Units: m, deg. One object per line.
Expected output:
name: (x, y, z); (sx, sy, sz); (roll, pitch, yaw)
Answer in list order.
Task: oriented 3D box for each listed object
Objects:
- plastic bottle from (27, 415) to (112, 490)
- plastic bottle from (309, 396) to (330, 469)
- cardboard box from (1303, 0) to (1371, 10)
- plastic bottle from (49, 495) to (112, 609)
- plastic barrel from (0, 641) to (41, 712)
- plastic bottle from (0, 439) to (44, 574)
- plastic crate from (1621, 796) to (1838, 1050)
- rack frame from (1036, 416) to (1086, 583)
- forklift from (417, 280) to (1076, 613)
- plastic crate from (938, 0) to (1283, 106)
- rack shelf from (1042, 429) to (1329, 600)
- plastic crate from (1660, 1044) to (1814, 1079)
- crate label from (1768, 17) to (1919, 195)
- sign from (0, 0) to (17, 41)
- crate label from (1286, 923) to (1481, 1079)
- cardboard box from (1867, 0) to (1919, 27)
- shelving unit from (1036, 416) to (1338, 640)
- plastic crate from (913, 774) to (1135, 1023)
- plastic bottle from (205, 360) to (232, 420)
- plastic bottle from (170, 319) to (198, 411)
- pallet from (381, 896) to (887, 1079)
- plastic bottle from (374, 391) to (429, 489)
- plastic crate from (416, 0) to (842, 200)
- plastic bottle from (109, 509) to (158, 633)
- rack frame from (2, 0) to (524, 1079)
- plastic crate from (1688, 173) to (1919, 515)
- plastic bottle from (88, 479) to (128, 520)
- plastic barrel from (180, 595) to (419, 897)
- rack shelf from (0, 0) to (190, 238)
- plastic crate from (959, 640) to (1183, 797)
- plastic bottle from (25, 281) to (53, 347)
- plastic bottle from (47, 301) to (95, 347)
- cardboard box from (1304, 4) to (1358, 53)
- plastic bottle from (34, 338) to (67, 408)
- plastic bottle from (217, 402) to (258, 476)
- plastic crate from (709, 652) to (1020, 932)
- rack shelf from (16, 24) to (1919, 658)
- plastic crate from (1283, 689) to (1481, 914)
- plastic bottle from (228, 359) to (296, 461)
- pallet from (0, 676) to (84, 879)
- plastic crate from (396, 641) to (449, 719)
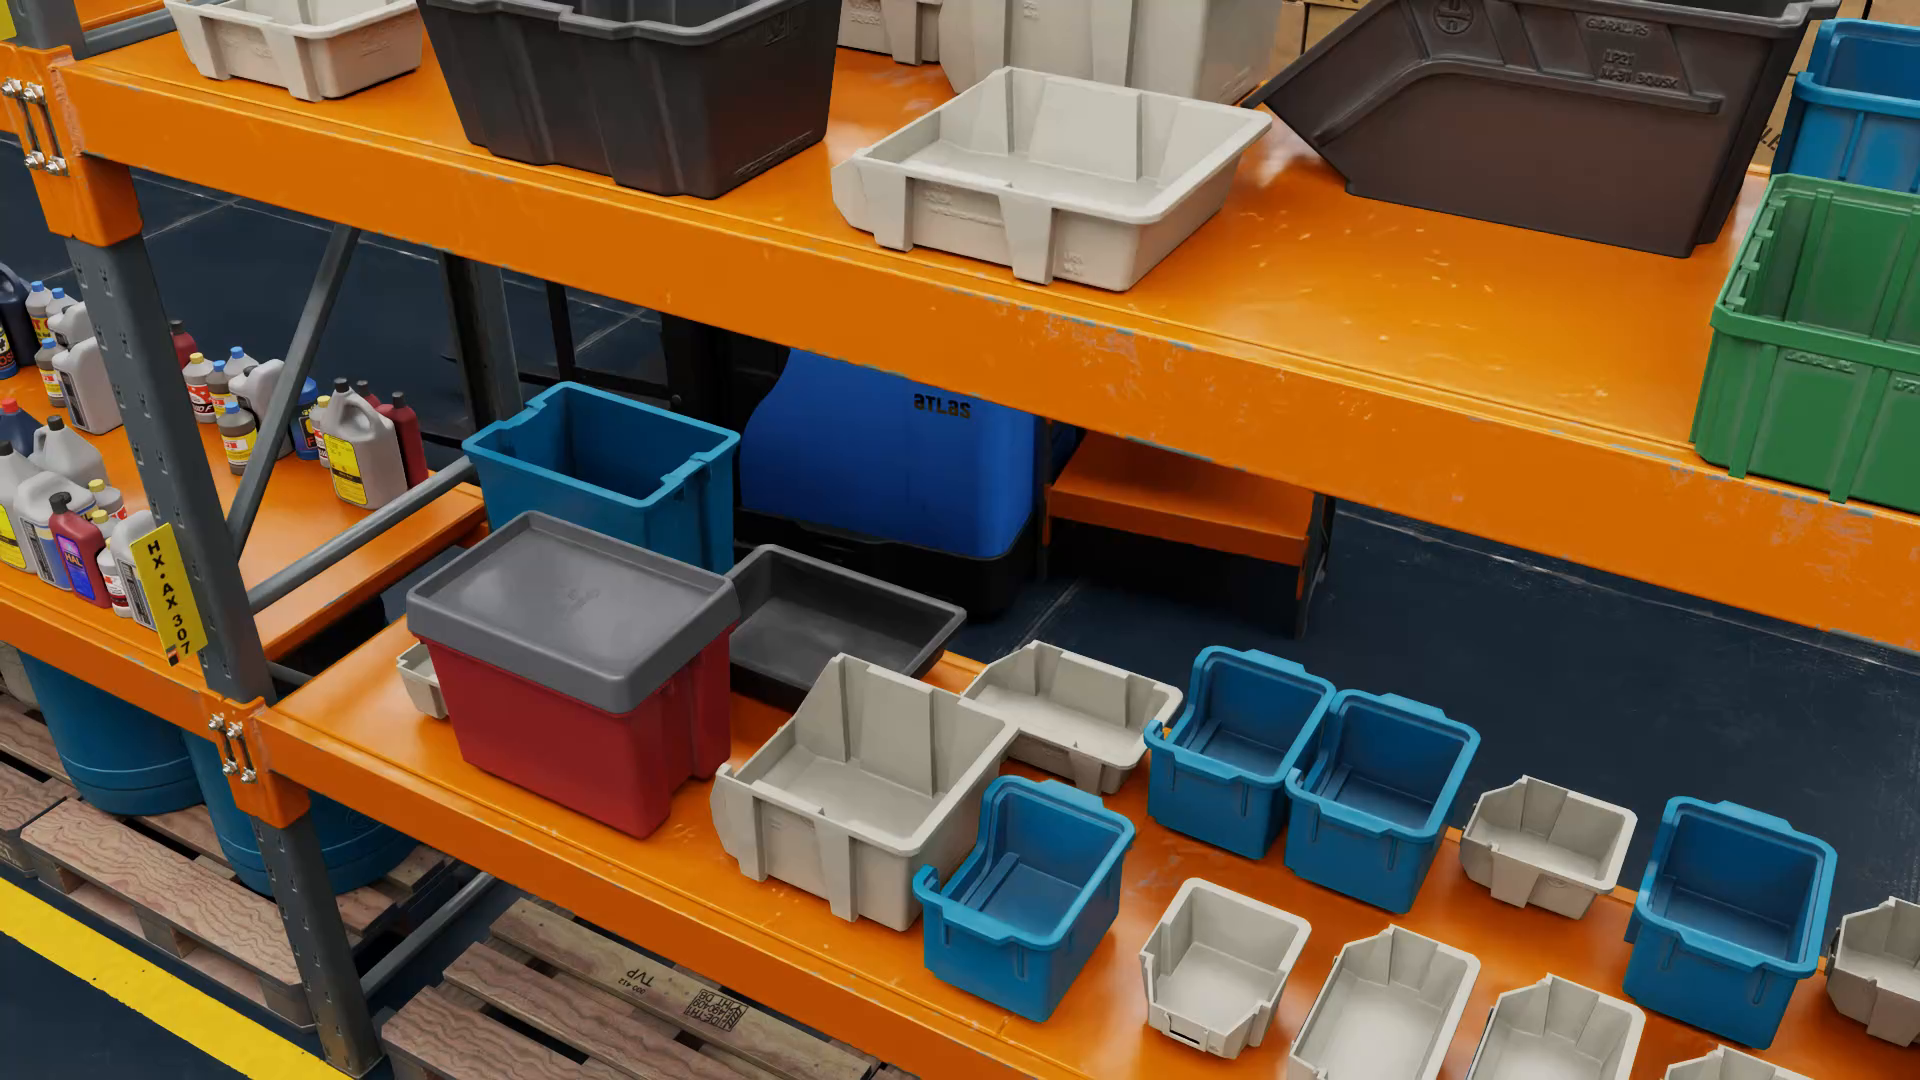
plastic bottle: (-2.330, -0.172, 4.346); (0.185, 0.351, 0.144); (18, 37, 24)
plastic bottle: (-1.773, -0.310, 4.689); (0.097, 0.201, 0.097); (0, 34, 0)
cardboard box: (1.737, -2.461, 6.747); (0.500, 0.500, 0.500); (16, 37, 23)
plastic bottle: (-2.167, 0.027, 4.109); (0.133, 0.283, 0.061); (18, 37, 24)
plastic barrel: (-2.966, 0.283, 5.485); (0.421, 0.512, 0.421); (0, 34, 0)
plastic bottle: (-2.402, -0.102, 4.242); (0.185, 0.351, 0.144); (18, 37, 24)
plastic crate: (1.409, 0.710, 3.074); (0.300, 0.233, 0.416); (18, 37, 24)
rack frame: (0.401, -0.431, 6.382); (0.032, 1.125, 0.500); (12, 36, 17)
forklift: (-1.075, -1.442, 6.271); (3.031, 2.935, 1.130); (12, 36, 17)
plastic crate: (0.260, -0.885, 2.773); (0.530, 0.282, 0.437); (18, 37, 24)
rack shelf: (0.875, -0.126, 6.366); (1.000, 0.278, 0.538); (12, 36, 17)
plastic crate: (1.234, 1.020, 2.695); (0.243, 0.136, 0.396); (18, 37, 24)
crate label: (1.391, -0.523, 2.257); (0.502, 0.251, 0.408); (18, 37, 24)
sign: (-1.716, -1.015, 2.854); (0.005, 0.325, 0.100); (18, 37, 24)
crate label: (0.735, 0.869, 2.923); (0.243, 0.136, 0.396); (18, 37, 24)
cardboard box: (3.531, -1.896, 5.899); (0.500, 0.500, 0.500); (19, 38, 26)
shelving unit: (0.875, -0.330, 6.230); (1.048, 1.125, 0.538); (12, 36, 17)
plastic crate: (0.121, 0.676, 3.125); (0.300, 0.233, 0.416); (18, 37, 24)
plastic bottle: (-2.144, -0.428, 4.865); (0.097, 0.201, 0.097); (0, 34, 0)
plastic bottle: (-2.319, -0.529, 4.944); (0.133, 0.283, 0.061); (18, 37, 24)
pallet: (-0.784, 1.317, 4.582); (1.213, 0.211, 1.003); (18, 37, 24)
plastic bottle: (-1.548, -0.285, 4.577); (0.133, 0.283, 0.061); (18, 37, 24)
plastic crate: (-0.499, -0.748, 2.578); (0.590, 0.269, 0.497); (18, 37, 24)
plastic bottle: (-1.944, 0.071, 4.048); (0.135, 0.276, 0.152); (18, 37, 24)
rack frame: (-1.441, -0.027, 4.085); (0.127, 3.000, 1.000); (18, 37, 24)
plastic crate: (1.033, -0.221, 1.861); (0.336, 0.188, 0.450); (18, 37, 24)
plastic bottle: (-2.215, -0.063, 4.318); (0.097, 0.201, 0.097); (0, 34, 0)
plastic barrel: (-1.905, 0.513, 4.787); (0.708, 0.901, 0.600); (18, 37, 24)
rack shelf: (-3.178, -1.526, 4.279); (4.000, 0.370, 1.077); (18, 37, 24)
plastic crate: (0.220, 0.392, 3.639); (0.466, 0.136, 0.293); (18, 37, 24)
plastic bottle: (-2.831, -0.675, 5.173); (0.097, 0.271, 0.097); (0, 34, 0)
plastic bottle: (-2.660, -0.605, 5.064); (0.135, 0.276, 0.152); (18, 37, 24)
cardboard box: (1.773, -2.041, 7.019); (0.500, 0.500, 0.500); (18, 38, 25)
plastic bottle: (-2.705, -0.509, 4.987); (0.097, 0.201, 0.097); (0, 34, 0)
plastic bottle: (-2.018, -0.291, 4.660); (0.097, 0.201, 0.097); (0, 34, 0)
plastic crate: (-0.207, 0.506, 3.337); (0.530, 0.282, 0.437); (18, 37, 24)
rack shelf: (0.295, -0.426, 2.627); (4.000, 0.370, 1.077); (18, 37, 24)
plastic crate: (0.837, 0.529, 3.346); (0.300, 0.233, 0.416); (18, 37, 24)
plastic bottle: (-1.972, -0.387, 4.737); (0.135, 0.276, 0.152); (18, 37, 24)
pallet: (-3.154, 0.566, 5.710); (1.213, 0.211, 1.003); (18, 37, 24)
plastic crate: (-1.108, 0.254, 3.846); (0.243, 0.136, 0.396); (18, 37, 24)
